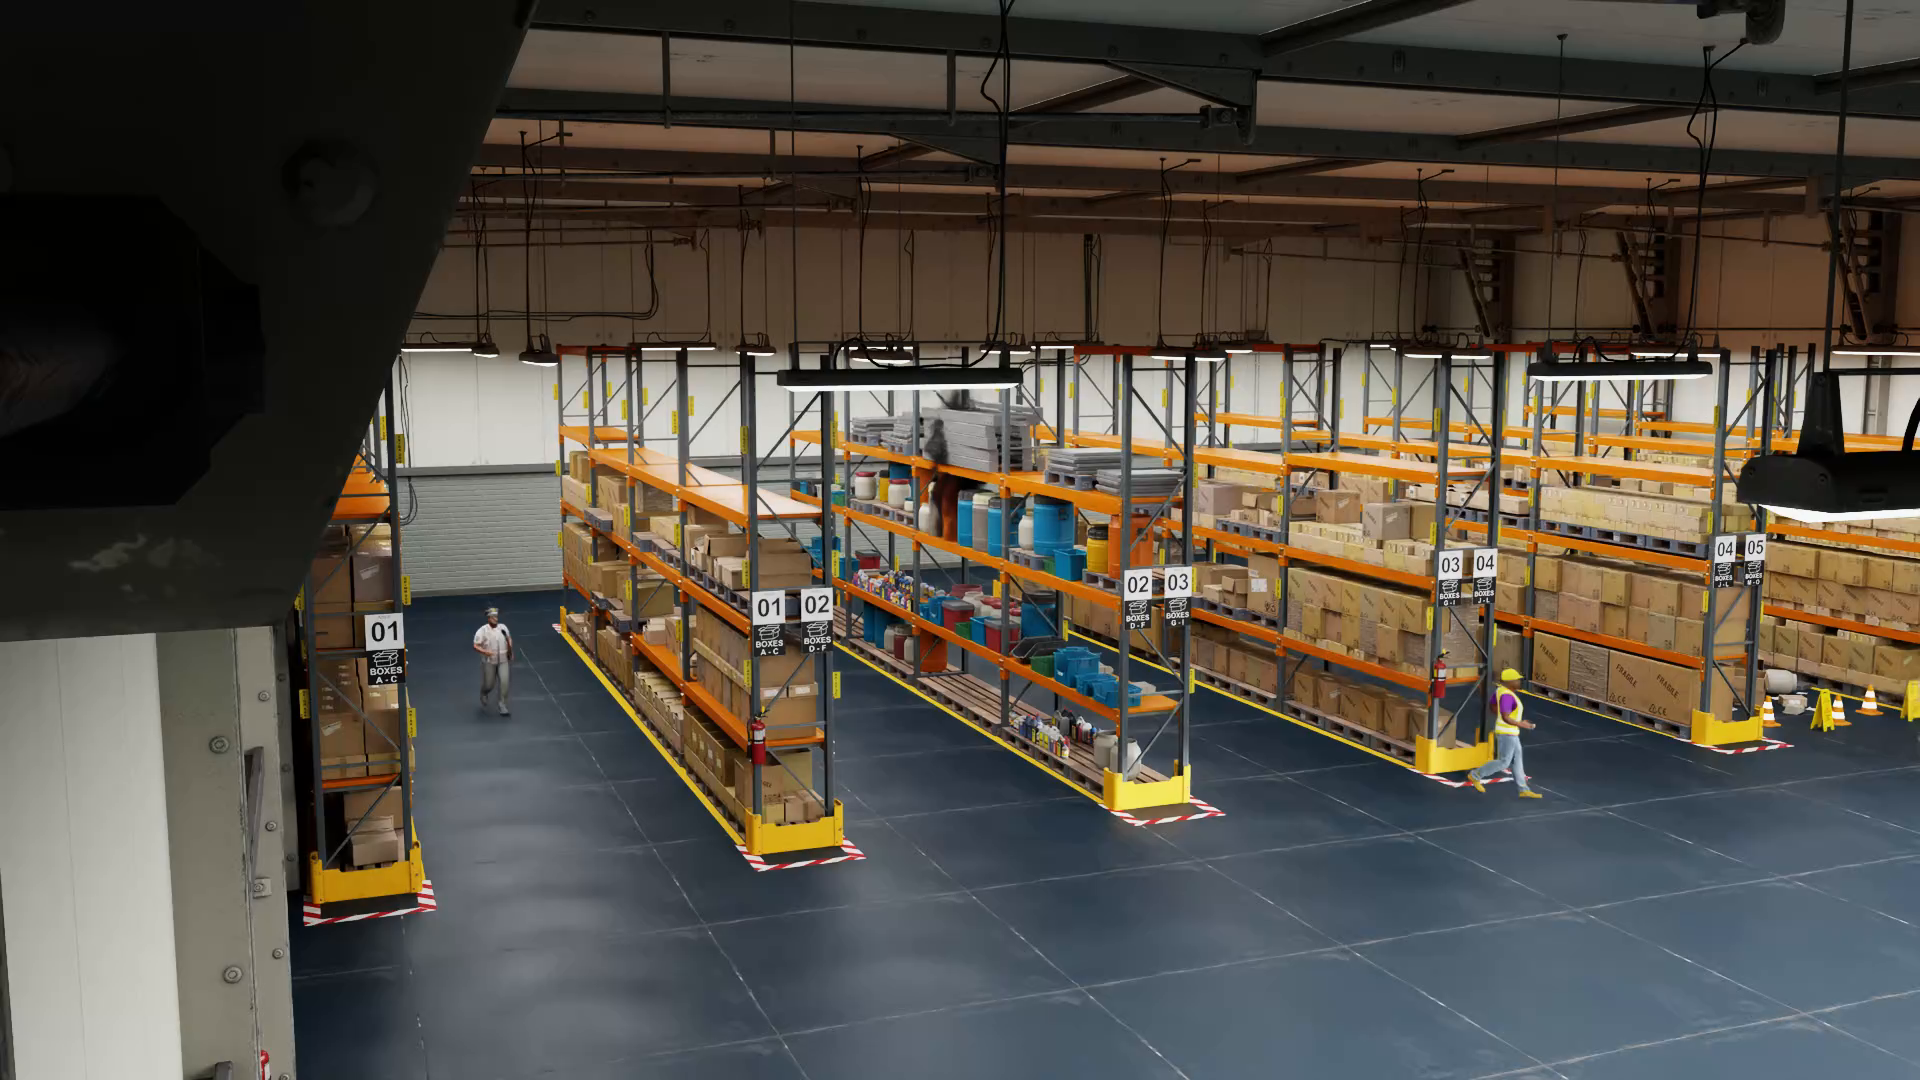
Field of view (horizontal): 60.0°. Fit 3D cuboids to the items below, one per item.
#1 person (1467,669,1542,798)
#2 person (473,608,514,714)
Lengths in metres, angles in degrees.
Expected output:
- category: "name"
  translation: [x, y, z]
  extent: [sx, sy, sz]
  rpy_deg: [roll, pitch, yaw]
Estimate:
- category: "person"
  translation: [7.363, 2.602, 22.394]
  extent: [0.979, 1.754, 0.689]
  rpy_deg: [2, 8, 16]
- category: "person"
  translation: [-7.691, 1.981, 27.498]
  extent: [0.674, 1.734, 0.782]
  rpy_deg: [-5, 9, -33]
